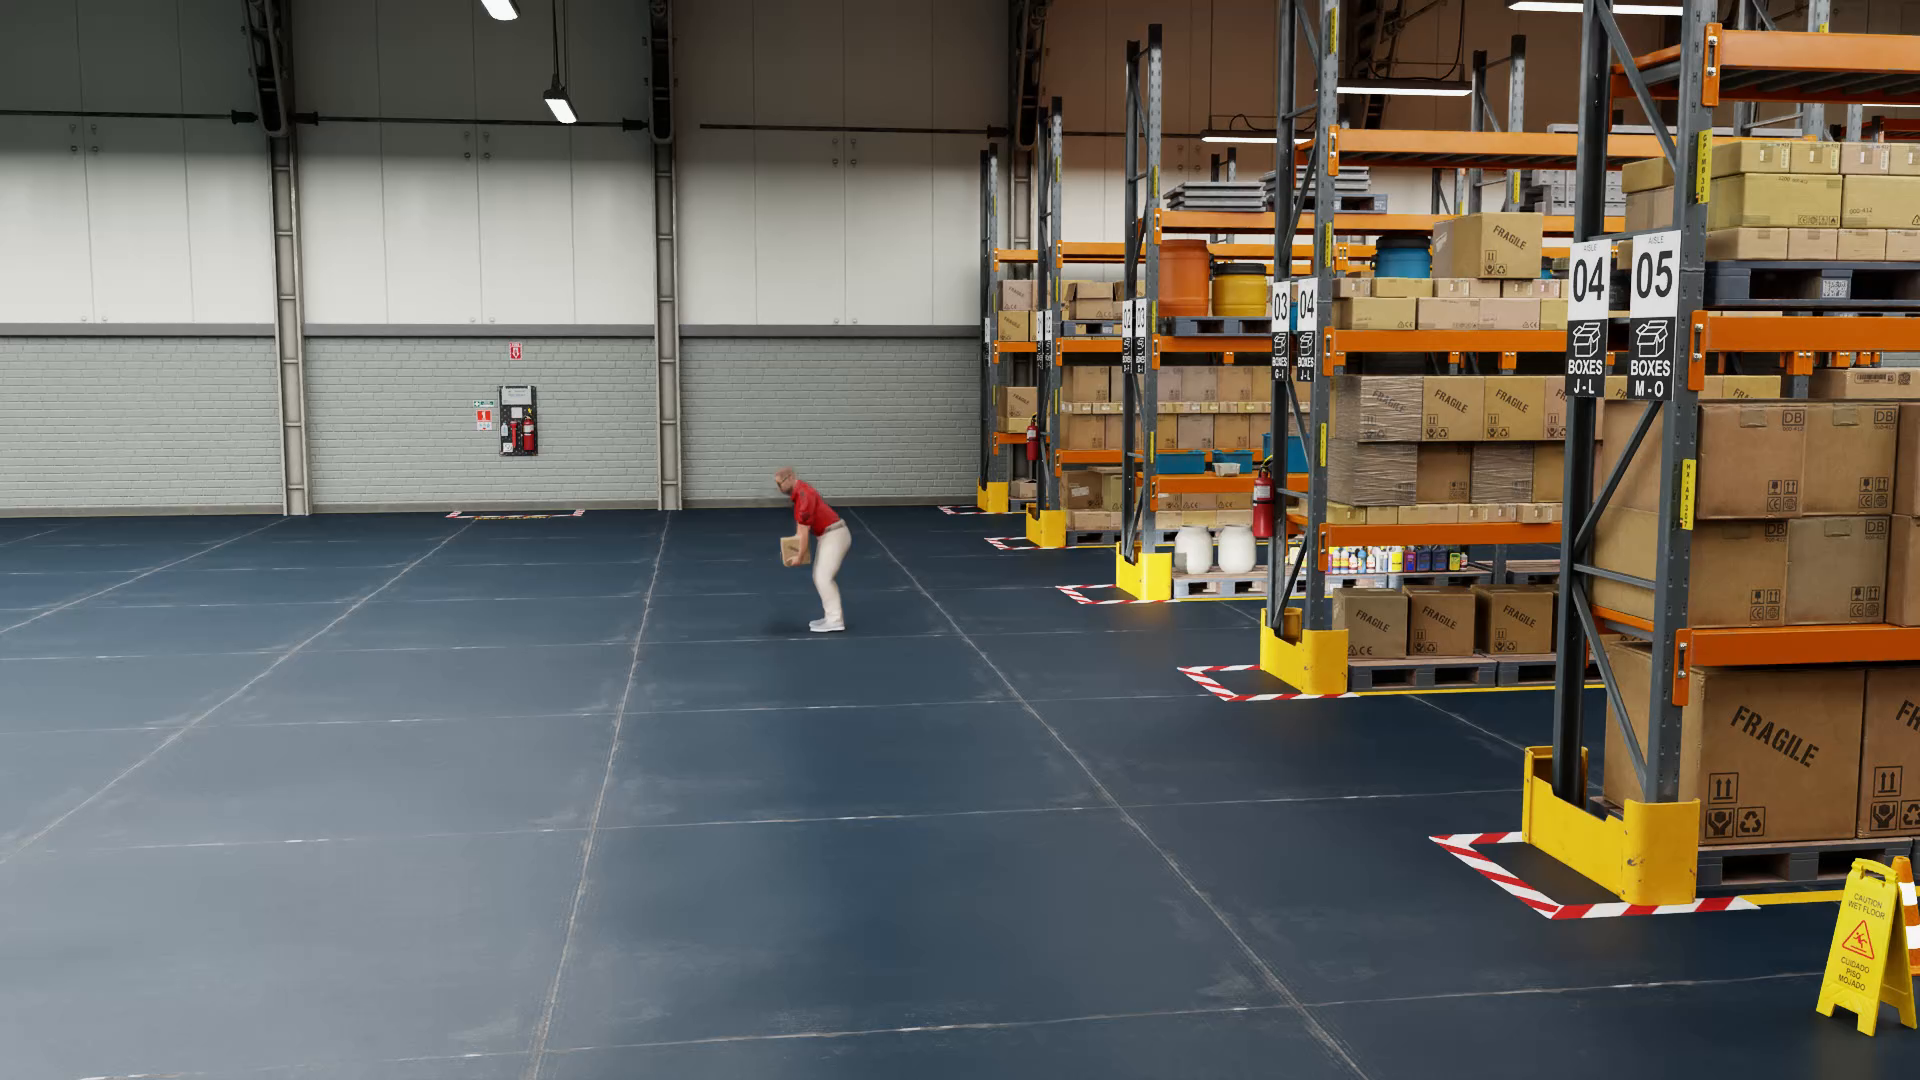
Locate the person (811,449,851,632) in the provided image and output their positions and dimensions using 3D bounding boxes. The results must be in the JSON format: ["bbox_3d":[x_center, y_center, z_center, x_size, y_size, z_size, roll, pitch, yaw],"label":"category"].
[{"bbox_3d":[-1.241,-0.005,15.824,0.393,1.726,0.602,-1,7,-12],"label":"person"}]
